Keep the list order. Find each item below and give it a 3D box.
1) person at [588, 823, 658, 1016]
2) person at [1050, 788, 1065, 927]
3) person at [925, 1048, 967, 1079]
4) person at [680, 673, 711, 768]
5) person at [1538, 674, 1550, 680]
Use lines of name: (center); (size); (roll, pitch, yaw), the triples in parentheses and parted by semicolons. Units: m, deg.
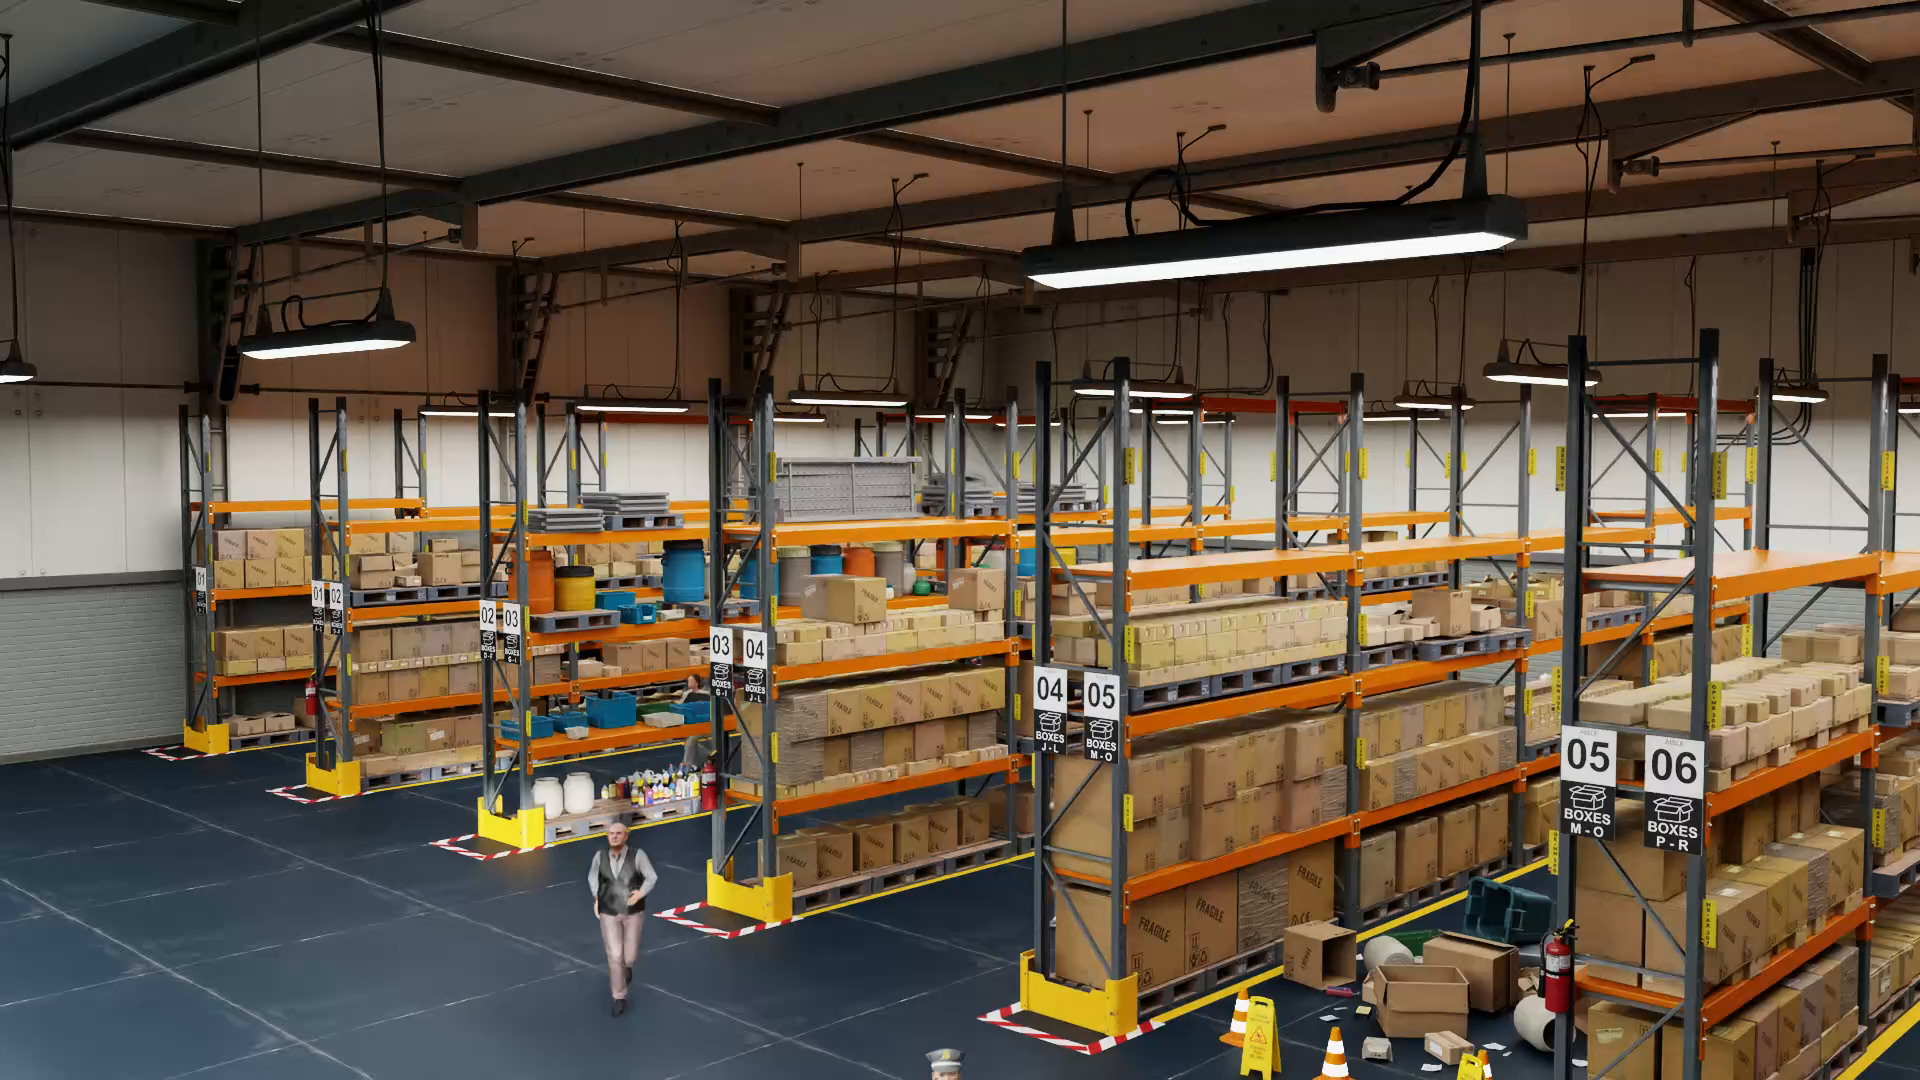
person: (-3.166, 3.499, 15.591); (0.657, 1.720, 0.784); (0, 3, -6)
person: (1.075, 3.437, 18.128); (0.523, 1.542, 0.531); (2, 3, 27)
person: (-0.057, 3.807, 9.730); (0.599, 1.666, 0.577); (0, 3, 1)
person: (-4.173, 2.922, 26.211); (0.597, 1.658, 0.936); (2, 4, 36)
person: (8.954, 2.932, 25.615); (0.676, 1.748, 0.678); (2, 4, 36)
